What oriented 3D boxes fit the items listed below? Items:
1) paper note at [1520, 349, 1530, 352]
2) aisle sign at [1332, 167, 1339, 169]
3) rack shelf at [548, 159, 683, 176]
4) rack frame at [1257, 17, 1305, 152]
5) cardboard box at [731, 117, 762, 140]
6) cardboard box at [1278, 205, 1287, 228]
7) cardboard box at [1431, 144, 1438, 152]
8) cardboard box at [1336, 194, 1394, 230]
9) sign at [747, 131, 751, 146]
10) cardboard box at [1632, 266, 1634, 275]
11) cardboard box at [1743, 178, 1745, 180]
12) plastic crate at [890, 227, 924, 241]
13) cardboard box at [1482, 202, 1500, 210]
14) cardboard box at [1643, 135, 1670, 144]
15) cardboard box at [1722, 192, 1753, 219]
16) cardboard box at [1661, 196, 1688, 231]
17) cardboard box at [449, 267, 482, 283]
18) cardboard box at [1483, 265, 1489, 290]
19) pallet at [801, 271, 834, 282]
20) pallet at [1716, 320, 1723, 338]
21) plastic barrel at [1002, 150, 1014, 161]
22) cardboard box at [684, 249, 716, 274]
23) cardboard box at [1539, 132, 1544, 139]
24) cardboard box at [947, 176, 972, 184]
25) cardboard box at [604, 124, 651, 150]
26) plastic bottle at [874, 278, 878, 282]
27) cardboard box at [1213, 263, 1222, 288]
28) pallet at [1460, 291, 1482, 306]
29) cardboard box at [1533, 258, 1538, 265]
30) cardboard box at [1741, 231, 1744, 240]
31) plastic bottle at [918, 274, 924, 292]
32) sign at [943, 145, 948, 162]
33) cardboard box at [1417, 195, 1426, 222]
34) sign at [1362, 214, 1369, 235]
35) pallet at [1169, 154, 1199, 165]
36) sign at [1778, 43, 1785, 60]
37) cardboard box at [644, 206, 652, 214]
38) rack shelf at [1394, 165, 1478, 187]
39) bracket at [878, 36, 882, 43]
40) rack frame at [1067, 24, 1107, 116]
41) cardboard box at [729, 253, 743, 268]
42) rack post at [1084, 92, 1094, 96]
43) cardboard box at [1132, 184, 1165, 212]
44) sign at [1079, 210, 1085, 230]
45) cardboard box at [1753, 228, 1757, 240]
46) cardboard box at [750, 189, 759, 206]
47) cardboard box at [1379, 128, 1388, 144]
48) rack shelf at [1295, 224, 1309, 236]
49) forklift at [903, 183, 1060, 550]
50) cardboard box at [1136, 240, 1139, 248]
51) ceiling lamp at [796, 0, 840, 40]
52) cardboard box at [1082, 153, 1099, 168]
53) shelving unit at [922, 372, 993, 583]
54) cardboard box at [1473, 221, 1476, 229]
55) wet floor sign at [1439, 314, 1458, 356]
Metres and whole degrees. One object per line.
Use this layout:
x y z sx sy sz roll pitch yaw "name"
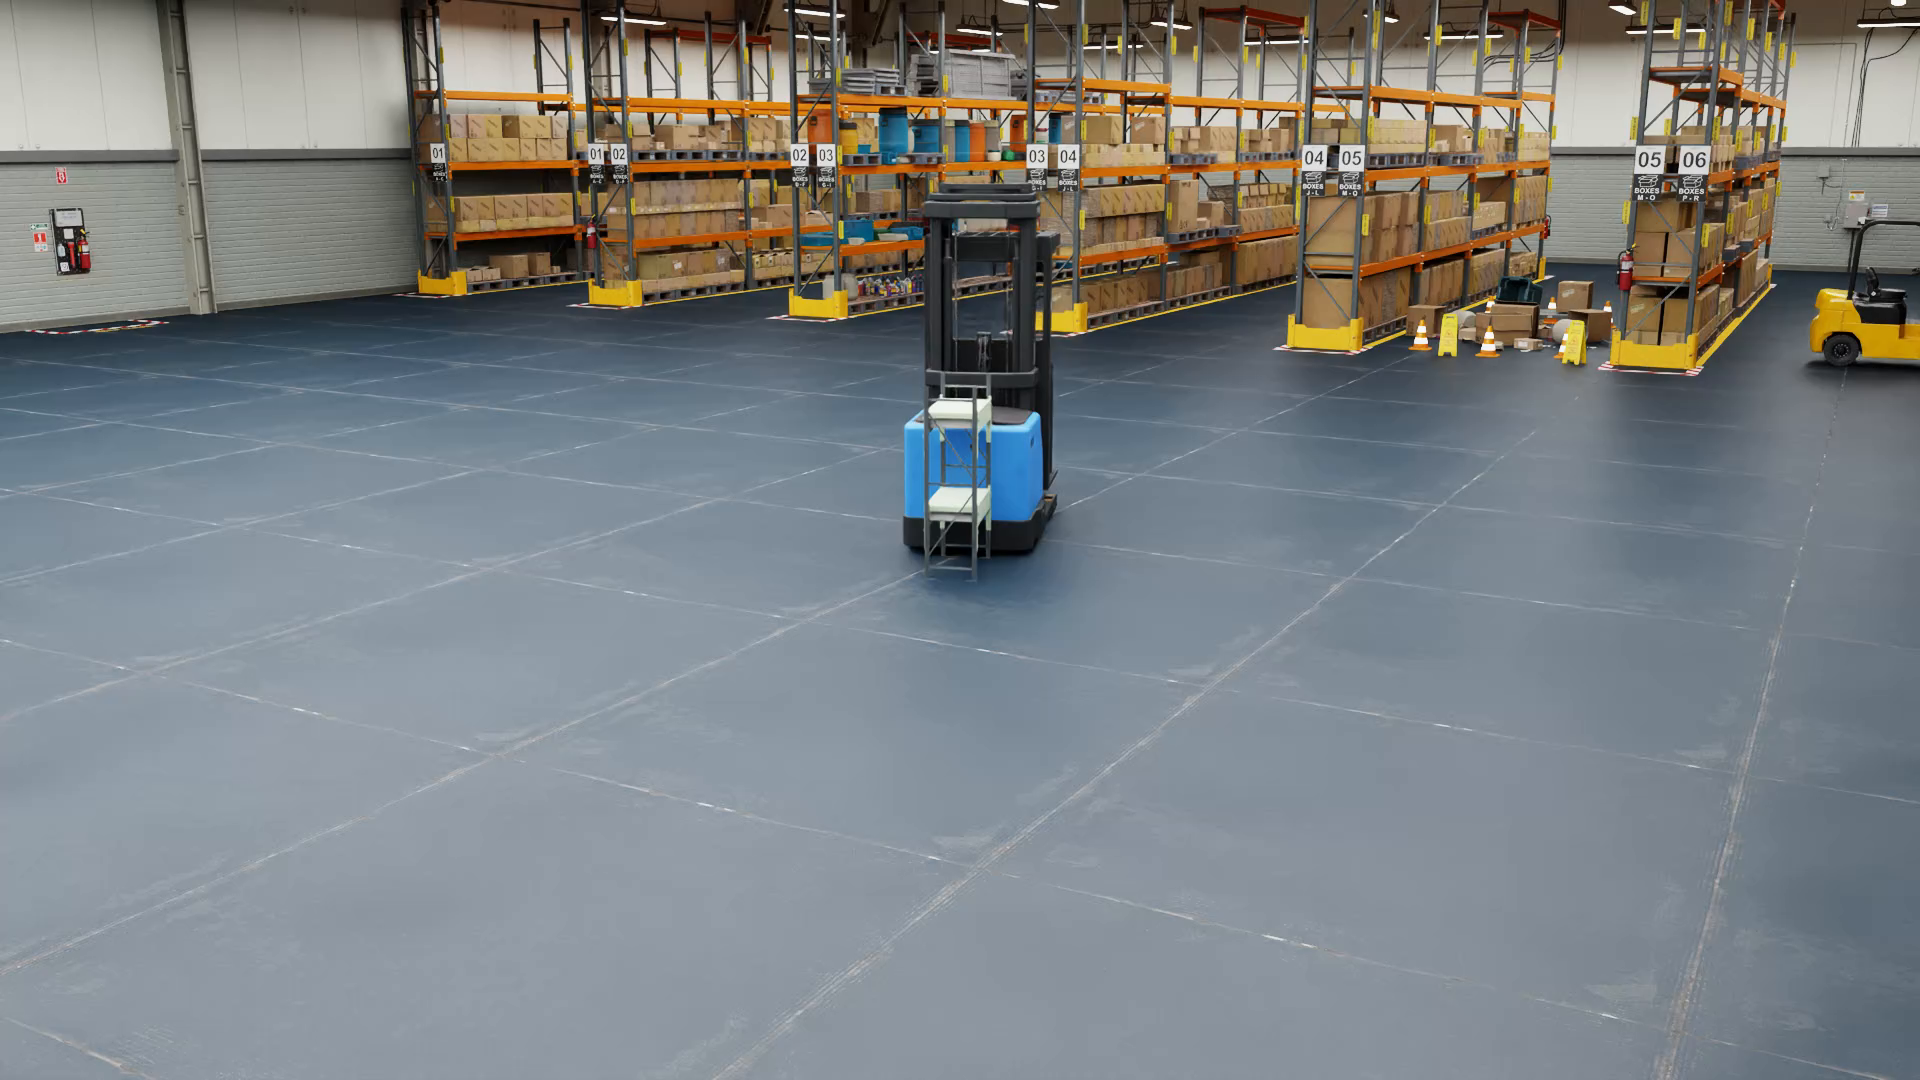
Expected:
9.019 -3.023 26.508 0.148 0.019 0.142 2 14 9 "paper note"
9.662 -9.697 42.309 0.394 0.787 0.004 7 15 28 "aisle sign"
-8.478 -9.193 40.900 1.077 0.370 4.000 7 15 28 "rack shelf"
7.431 -10.548 38.587 1.000 3.000 0.127 7 15 28 "rack frame"
-4.774 -9.190 37.176 0.500 0.500 0.500 8 15 29 "cardboard box"
7.199 -7.453 38.334 0.500 0.500 0.500 8 16 30 "cardboard box"
8.575 -7.181 30.448 0.250 0.149 0.380 7 15 28 "cardboard box"
6.711 -5.480 27.738 0.875 0.550 0.550 7 15 28 "cardboard box"
-4.620 -8.799 36.459 0.100 0.325 0.005 7 15 28 "sign"
10.324 -4.090 25.136 0.380 0.149 0.250 7 15 27 "cardboard box"
17.143 -7.920 36.755 0.380 0.149 0.250 8 15 29 "cardboard box"
-1.070 -6.222 33.757 0.499 0.251 0.616 7 15 28 "plastic crate"
11.445 -7.208 35.902 0.380 0.149 0.250 7 15 26 "cardboard box"
10.210 -5.874 24.431 0.380 0.149 0.250 8 15 29 "cardboard box"
14.856 -6.399 31.831 0.500 0.500 0.500 7 15 28 "cardboard box"
10.612 -4.959 25.221 0.700 0.500 0.500 8 15 29 "cardboard box"
-10.965 -5.892 36.871 0.500 0.311 0.500 6 15 22 "cardboard box"
10.839 -5.543 35.063 0.500 0.500 0.500 7 15 27 "cardboard box"
-3.605 -6.414 40.189 1.003 0.211 1.213 7 15 28 "pallet"
12.614 -3.672 28.814 1.003 0.211 1.213 7 15 28 "pallet"
1.087 -8.699 37.646 0.294 0.245 0.294 0 14 0 "plastic barrel"
-5.630 -6.021 35.981 0.500 0.500 0.500 7 15 28 "cardboard box"
13.393 -9.432 38.758 0.380 0.149 0.250 8 16 29 "cardboard box"
-0.018 -9.672 45.405 0.500 0.500 0.500 8 16 30 "cardboard box"
-6.759 -8.191 33.794 0.797 0.503 0.637 9 16 32 "cardboard box"
-1.733 -5.259 34.303 0.061 0.283 0.133 8 16 31 "plastic bottle"
5.191 -5.670 35.547 0.700 0.500 0.500 6 15 25 "cardboard box"
10.169 -5.033 34.460 1.003 0.211 1.213 7 15 28 "pallet"
13.652 -6.692 39.943 0.380 0.149 0.250 7 15 27 "cardboard box"
14.071 -5.557 30.321 0.380 0.149 0.250 7 15 28 "cardboard box"
-0.831 -5.313 34.385 0.144 0.351 0.185 7 15 27 "plastic bottle"
-0.296 -7.950 34.189 0.100 0.325 0.005 7 15 28 "sign"
8.091 -6.045 30.361 0.700 0.500 0.500 7 15 27 "cardboard box"
6.406 -4.982 26.284 0.100 0.325 0.005 7 15 28 "sign"
3.955 -7.472 32.627 1.213 0.211 1.003 7 15 28 "pallet"
16.587 -9.859 33.566 0.100 0.325 0.005 7 15 28 "sign"
-6.537 -6.768 34.107 0.380 0.149 0.250 7 15 27 "cardboard box"
8.823 -6.927 31.499 1.077 0.370 4.000 7 15 28 "rack shelf"
-2.584 -15.499 51.443 0.235 0.232 0.430 7 15 28 "bracket"
3.095 -11.109 40.914 1.000 3.000 0.127 7 15 28 "rack frame"
-5.162 -6.369 37.827 0.500 0.311 0.500 7 15 28 "cardboard box"
2.660 -10.903 40.221 0.937 0.300 0.954 7 15 27 "rack post"
3.587 -6.546 31.806 0.500 0.500 0.500 7 15 28 "cardboard box"
2.105 -5.529 28.721 0.100 0.325 0.005 7 15 28 "sign"
15.863 -6.211 33.717 0.500 0.250 0.500 7 15 27 "cardboard box"
-5.818 -9.289 45.274 0.500 0.500 0.500 8 15 28 "cardboard box"
6.625 -6.544 26.954 0.500 0.250 0.500 7 15 27 "cardboard box"
8.398 -7.692 41.076 1.077 0.370 4.000 7 15 28 "rack shelf"
0.280 -1.636 14.568 1.130 2.935 3.031 2 14 9 "forklift"
3.155 -5.596 31.381 0.380 0.149 0.250 7 15 28 "cardboard box"
-3.525 -14.580 42.857 0.800 3.185 2.000 7 15 28 "ceiling lamp"
2.089 -6.625 29.032 0.500 0.250 0.500 8 16 30 "cardboard box"
-0.013 -0.498 12.899 0.431 1.500 0.755 2 14 9 "shelving unit"
10.313 -6.434 33.963 0.380 0.149 0.250 8 16 31 "cardboard box"
7.642 -3.212 25.981 0.267 0.644 0.232 5 14 18 "wet floor sign"
